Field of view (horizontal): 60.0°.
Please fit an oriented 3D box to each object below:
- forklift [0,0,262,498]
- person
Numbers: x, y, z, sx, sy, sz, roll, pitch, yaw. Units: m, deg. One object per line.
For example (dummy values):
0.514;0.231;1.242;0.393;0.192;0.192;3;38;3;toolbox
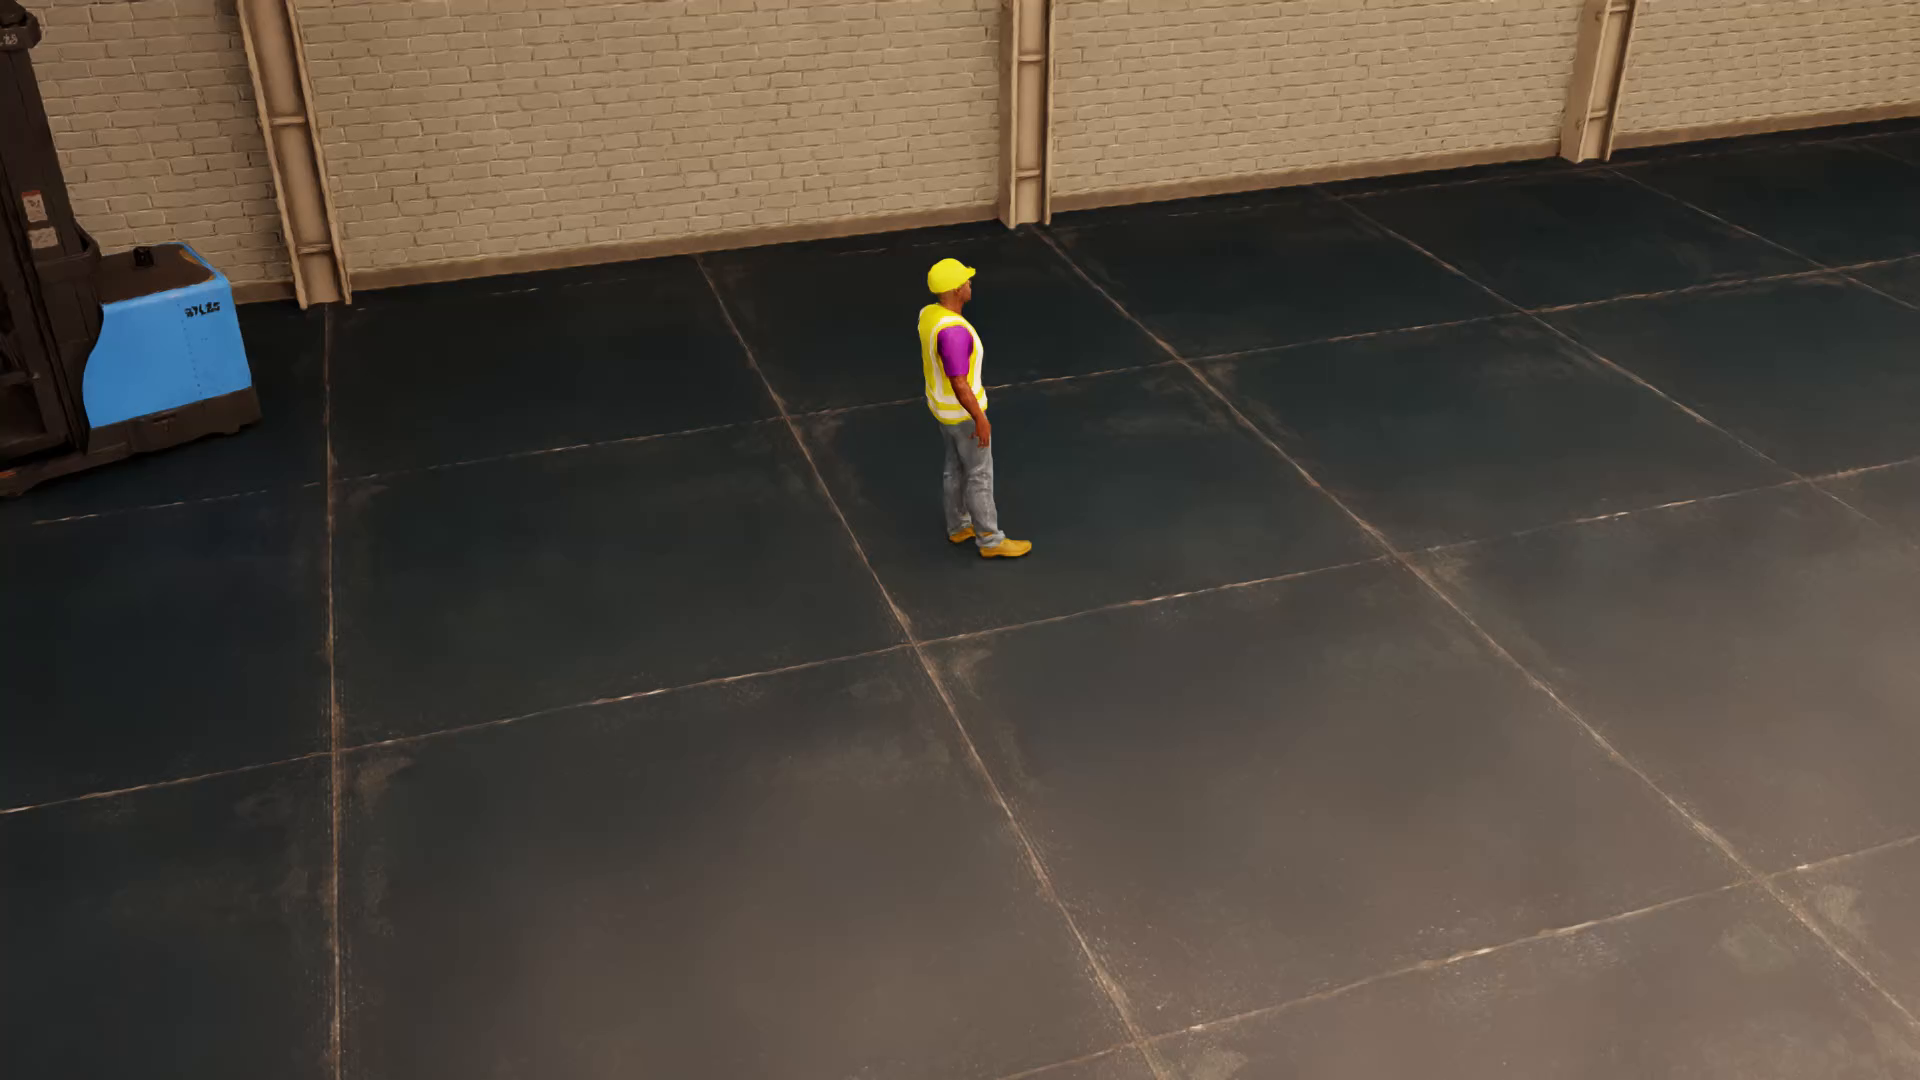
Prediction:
-6.233;-1.771;10.165;3.031;2.935;1.130;-22;36;-33;forklift
0.068;-0.780;9.597;0.576;1.766;0.665;-10;31;-16;person
